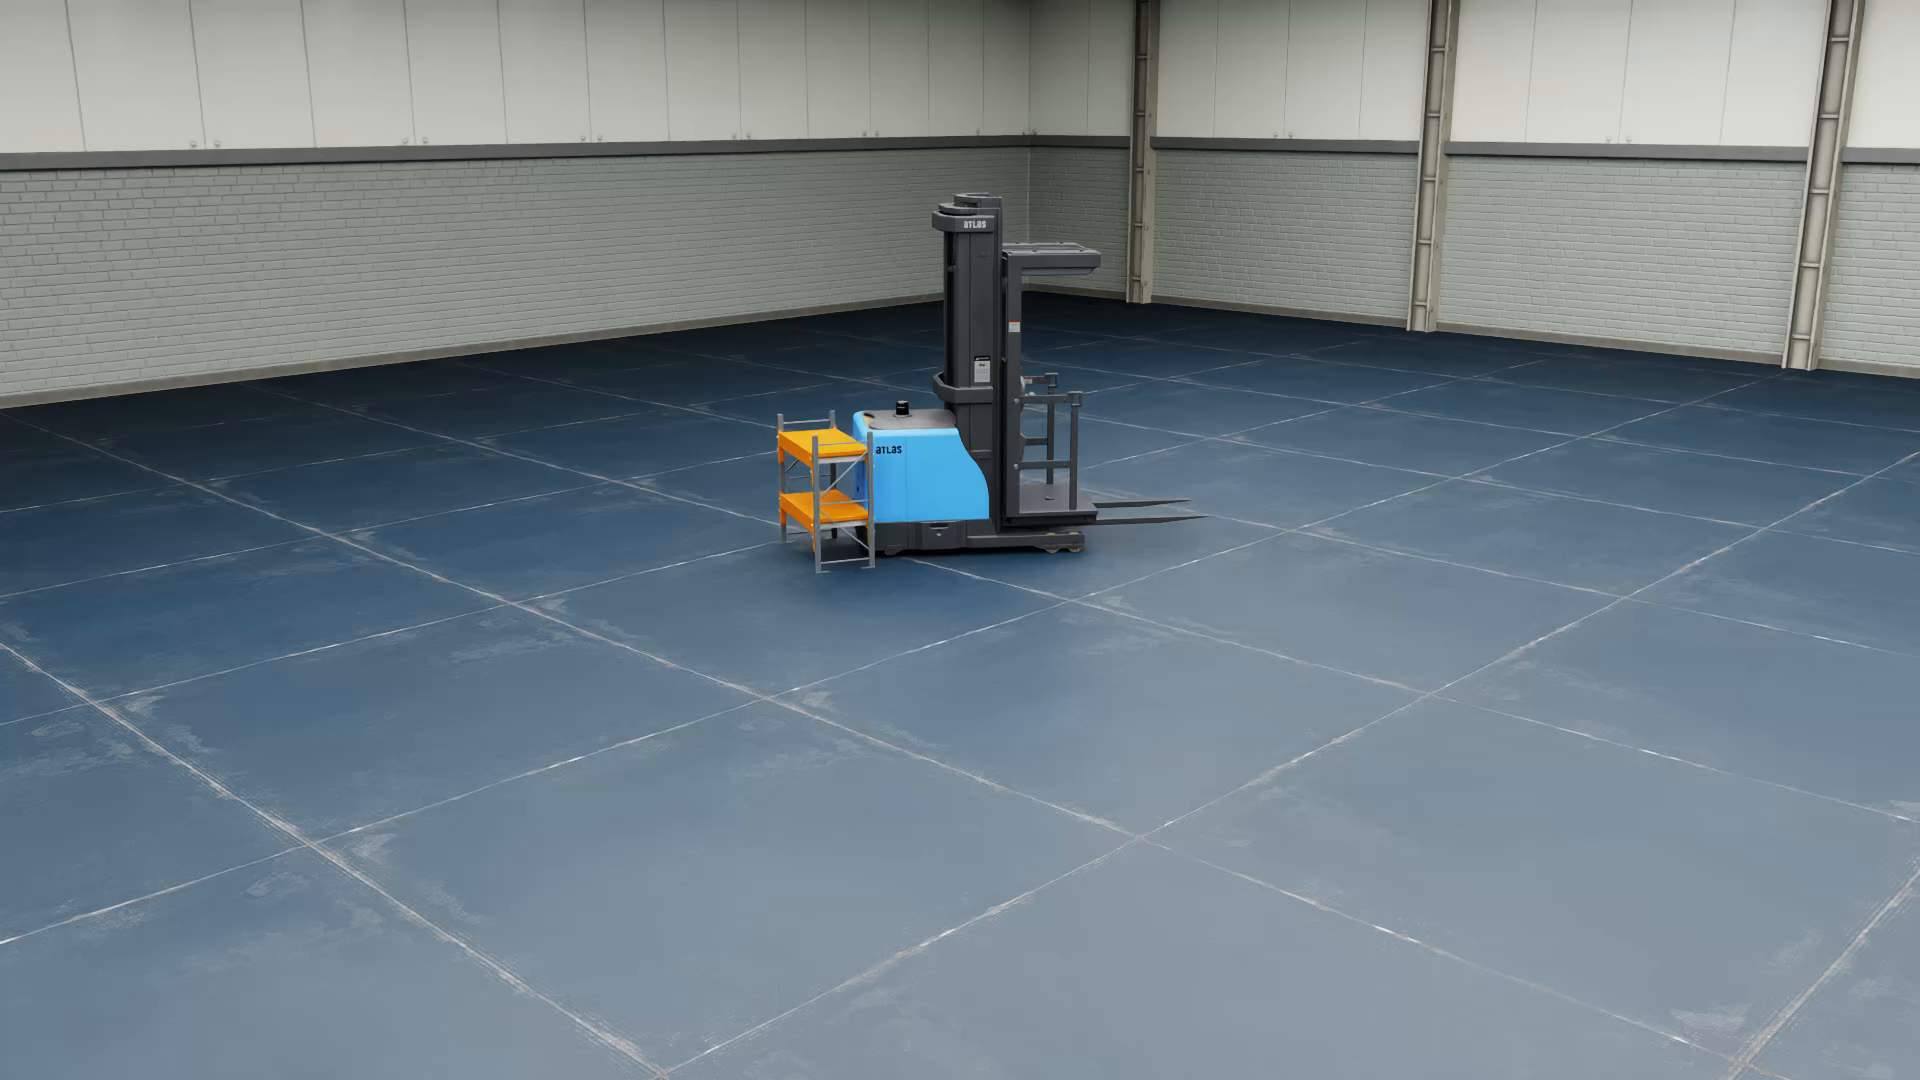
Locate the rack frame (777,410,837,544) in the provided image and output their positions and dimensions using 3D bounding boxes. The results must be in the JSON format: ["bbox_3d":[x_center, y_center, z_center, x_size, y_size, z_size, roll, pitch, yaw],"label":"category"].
[{"bbox_3d":[-1.307,-0.539,14.270,0.500,1.125,0.032,-6,16,-21],"label":"rack frame"}]

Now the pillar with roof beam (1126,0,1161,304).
[{"bbox_3d":[0.453,-8.148,27.855,0.400,9.000,9.100,14,20,42],"label":"pillar with roof beam"}]

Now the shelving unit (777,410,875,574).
[{"bbox_3d":[-1.120,-0.420,13.813,0.538,1.125,1.048,-6,16,-21],"label":"shelving unit"}]

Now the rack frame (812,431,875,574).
[{"bbox_3d":[-0.933,-0.301,13.355,0.500,1.125,0.032,-6,16,-21],"label":"rack frame"}]

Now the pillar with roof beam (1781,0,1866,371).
[{"bbox_3d":[9.092,-6.048,19.795,0.400,9.000,9.100,14,20,42],"label":"pillar with roof beam"}]

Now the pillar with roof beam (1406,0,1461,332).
[{"bbox_3d":[4.772,-7.098,23.825,0.400,9.000,9.100,14,20,42],"label":"pillar with roof beam"}]

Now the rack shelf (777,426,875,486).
[{"bbox_3d":[-1.120,-0.703,13.739,0.538,0.278,1.000,-6,16,-21],"label":"rack shelf"}]

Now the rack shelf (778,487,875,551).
[{"bbox_3d":[-1.120,-0.183,13.874,0.538,0.278,1.000,-6,16,-21],"label":"rack shelf"}]

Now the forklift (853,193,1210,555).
[{"bbox_3d":[0.617,-1.441,14.149,3.031,2.935,1.130,-2,15,-8],"label":"forklift"}]
